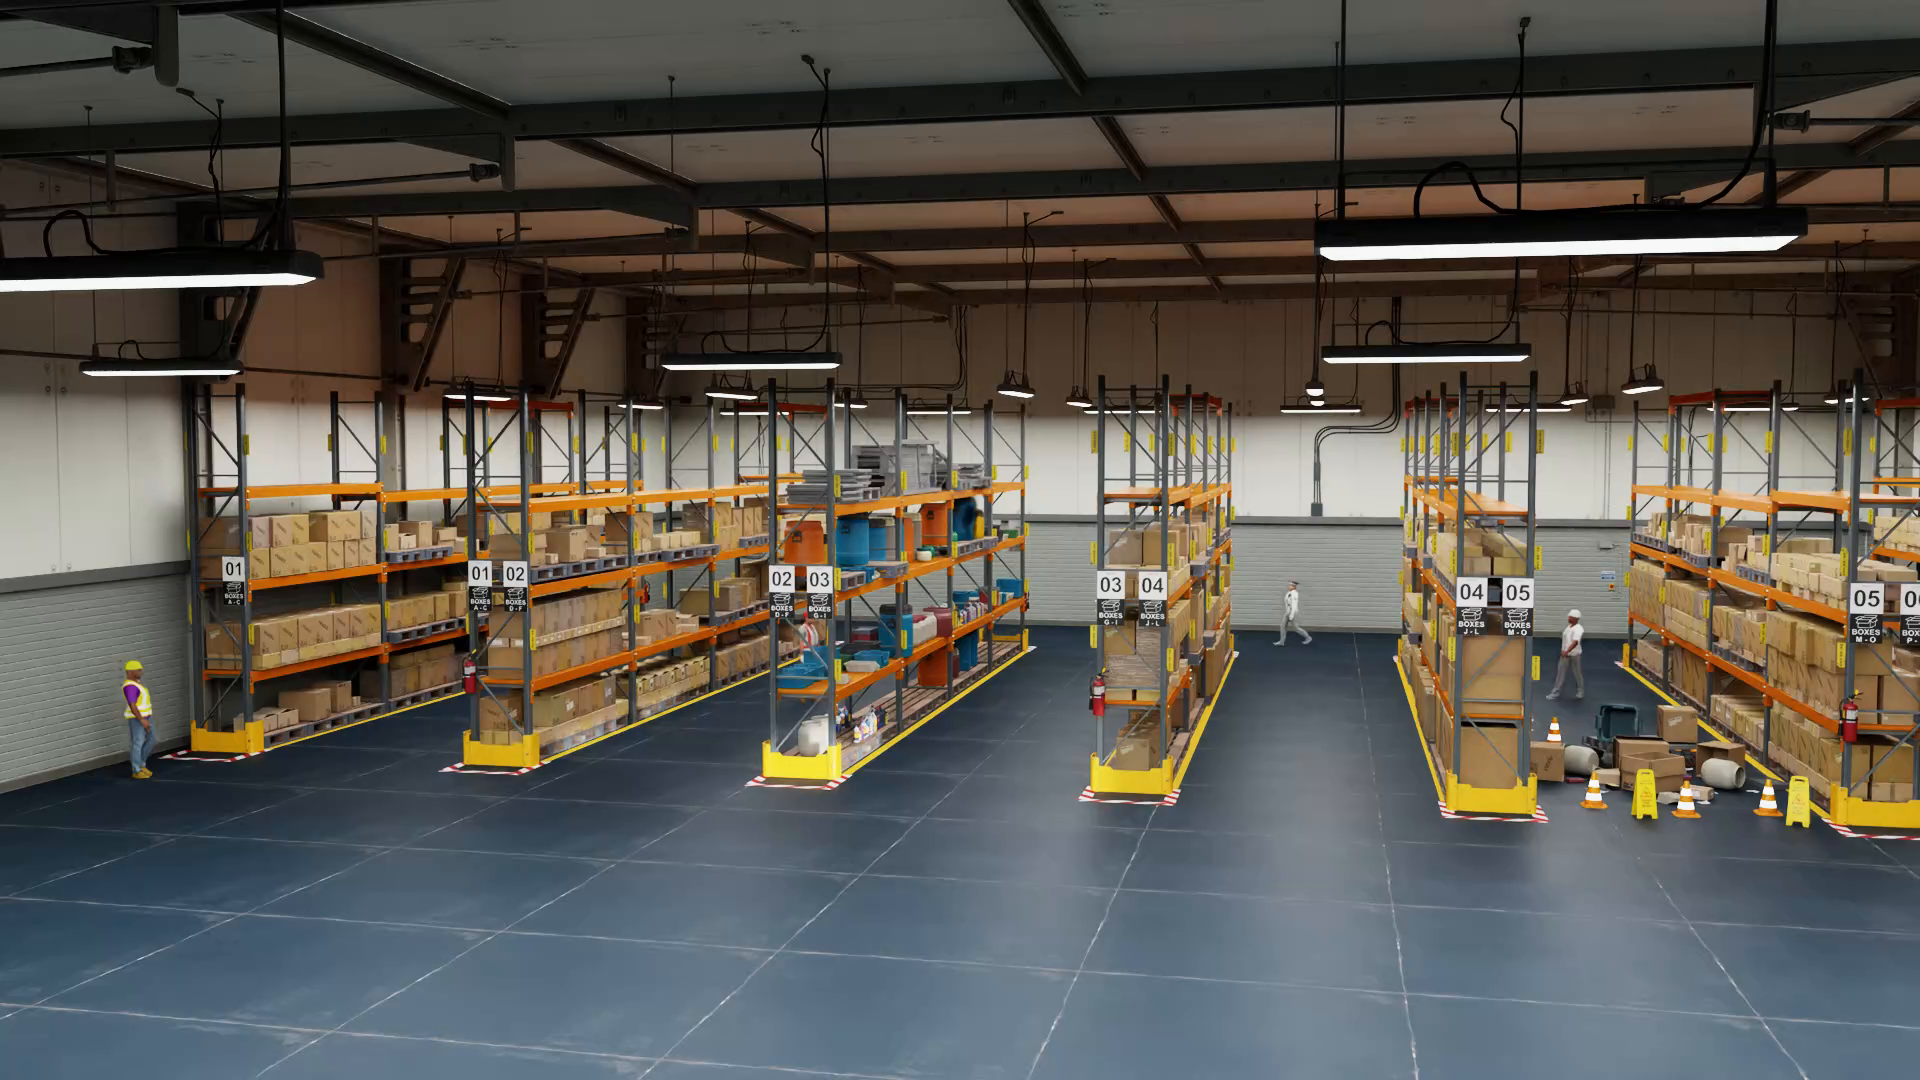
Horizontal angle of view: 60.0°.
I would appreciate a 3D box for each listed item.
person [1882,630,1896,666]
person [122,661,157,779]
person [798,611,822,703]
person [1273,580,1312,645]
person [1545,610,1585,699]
[{"bbox_3d":[16.201,2.443,29.374,0.616,1.810,0.687,0,3,6],"label":"person"},{"bbox_3d":[-12.340,2.699,25.040,0.553,1.789,0.662,0,3,3],"label":"person"},{"bbox_3d":[-2.895,2.278,32.469,0.429,1.821,0.572,2,4,27],"label":"person"},{"bbox_3d":[8.263,1.802,41.260,0.943,1.645,0.504,0,3,-2],"label":"person"},{"bbox_3d":[11.950,2.254,32.733,0.810,1.756,0.563,-1,3,-15],"label":"person"}]
